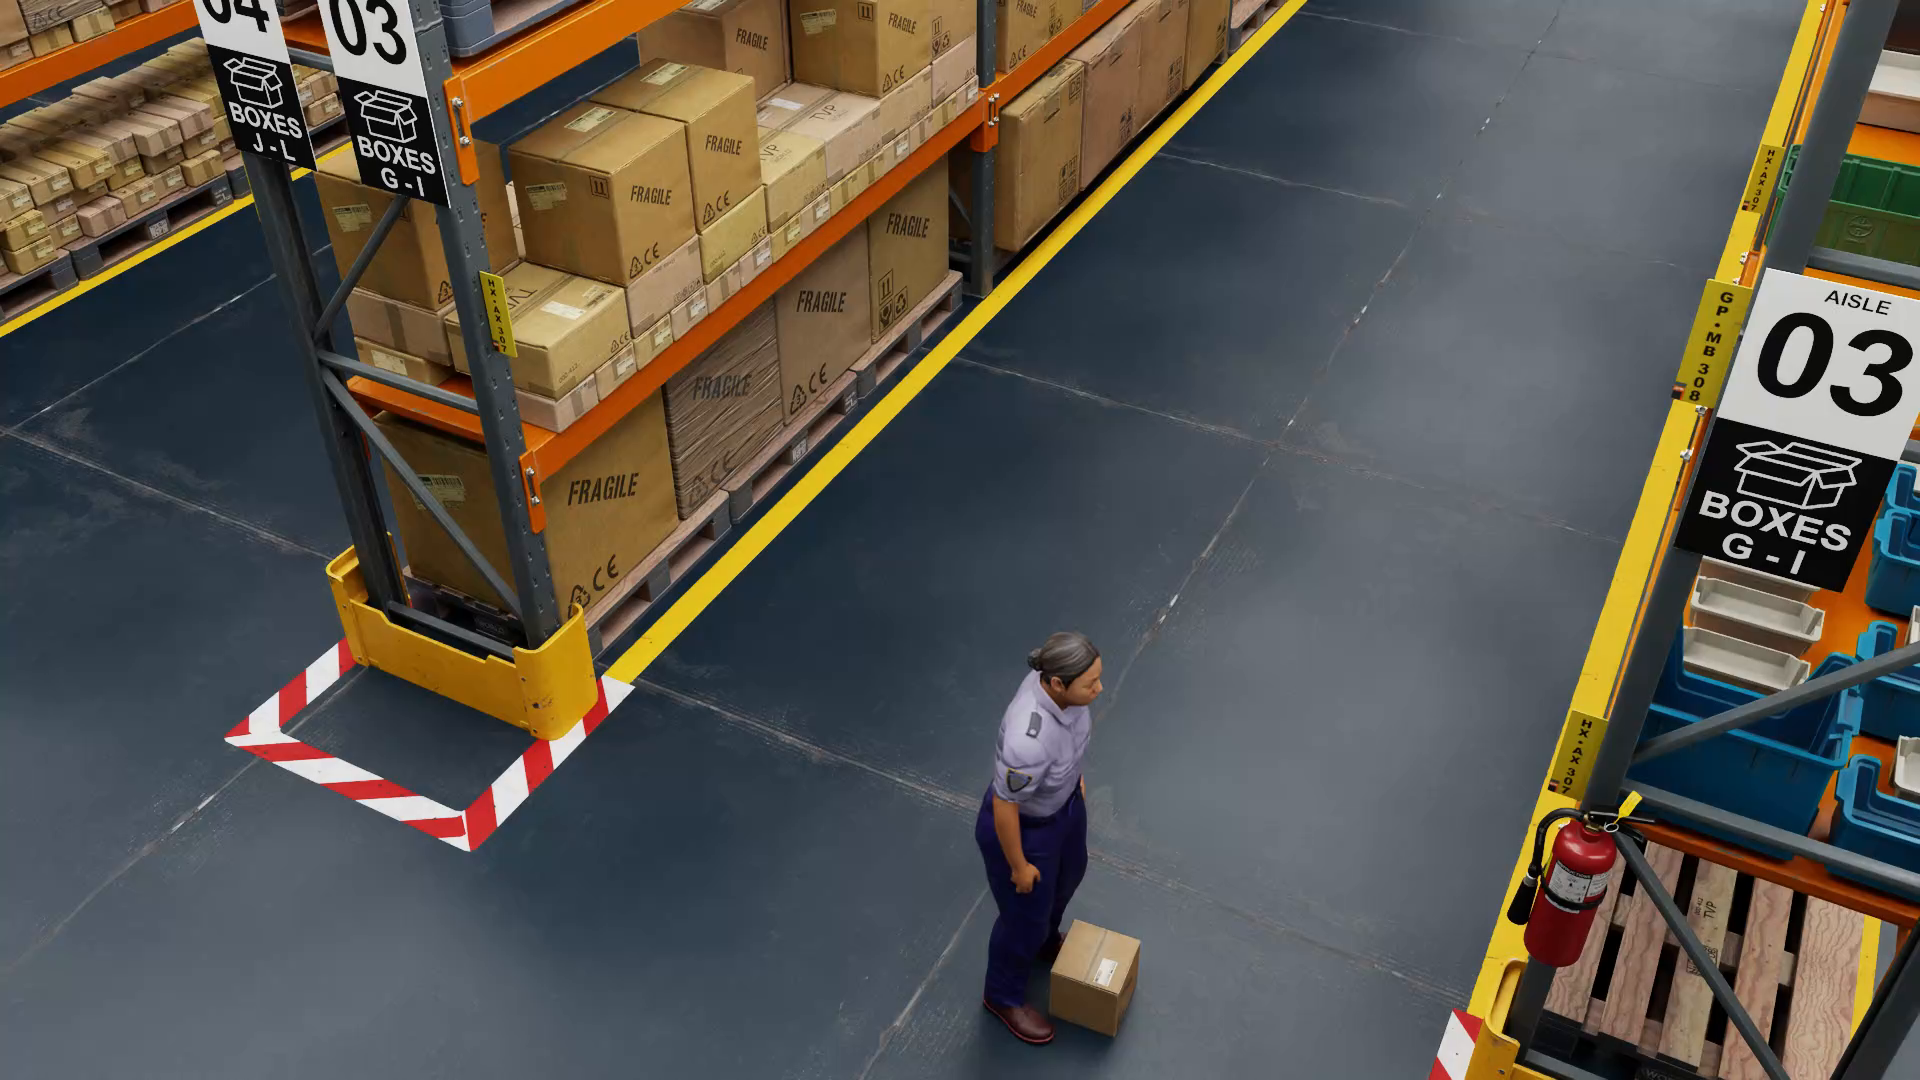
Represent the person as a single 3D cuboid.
[{"bbox_3d":[0.264,0.940,5.560,0.367,1.651,0.550,17,41,20],"label":"person"}]
